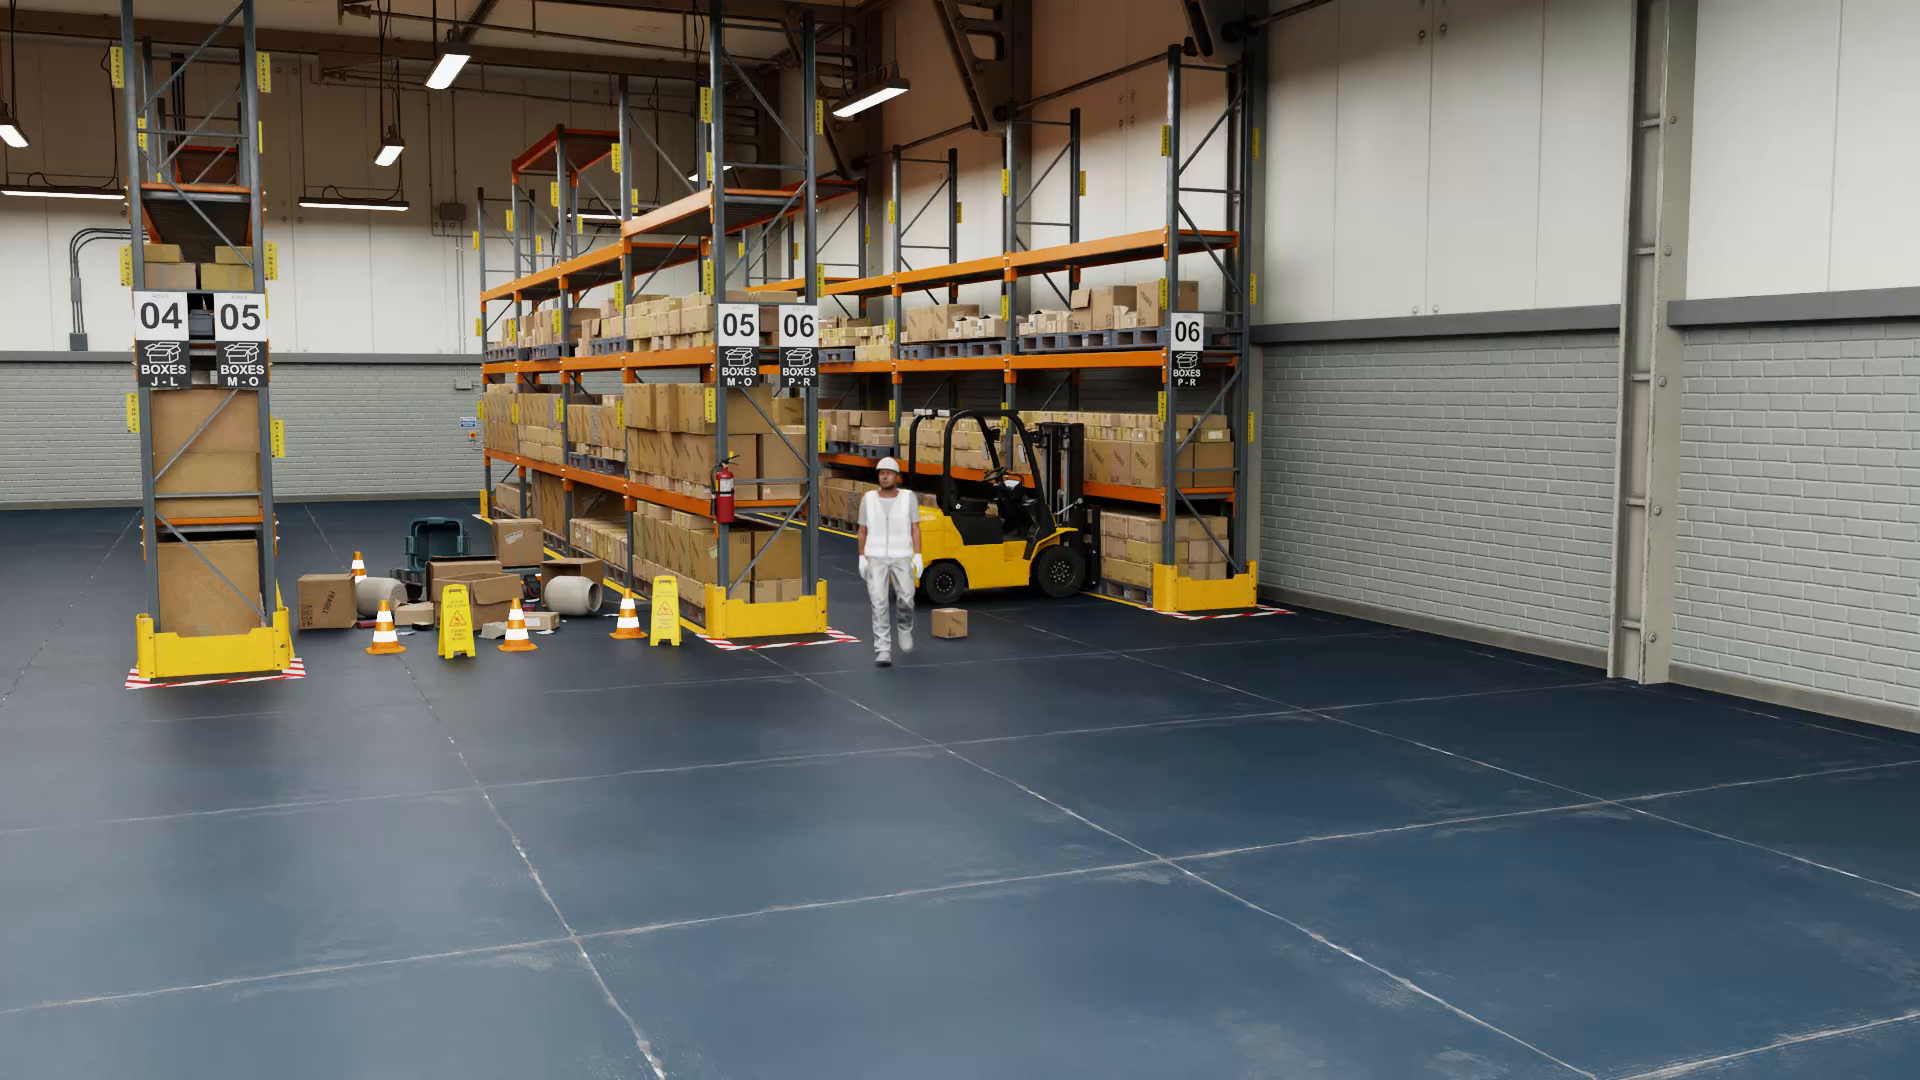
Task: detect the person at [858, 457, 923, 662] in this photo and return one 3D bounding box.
[{"bbox_3d":[-0.609,0.162,14.545,0.578,1.773,0.584,0,5,2],"label":"person"}]
